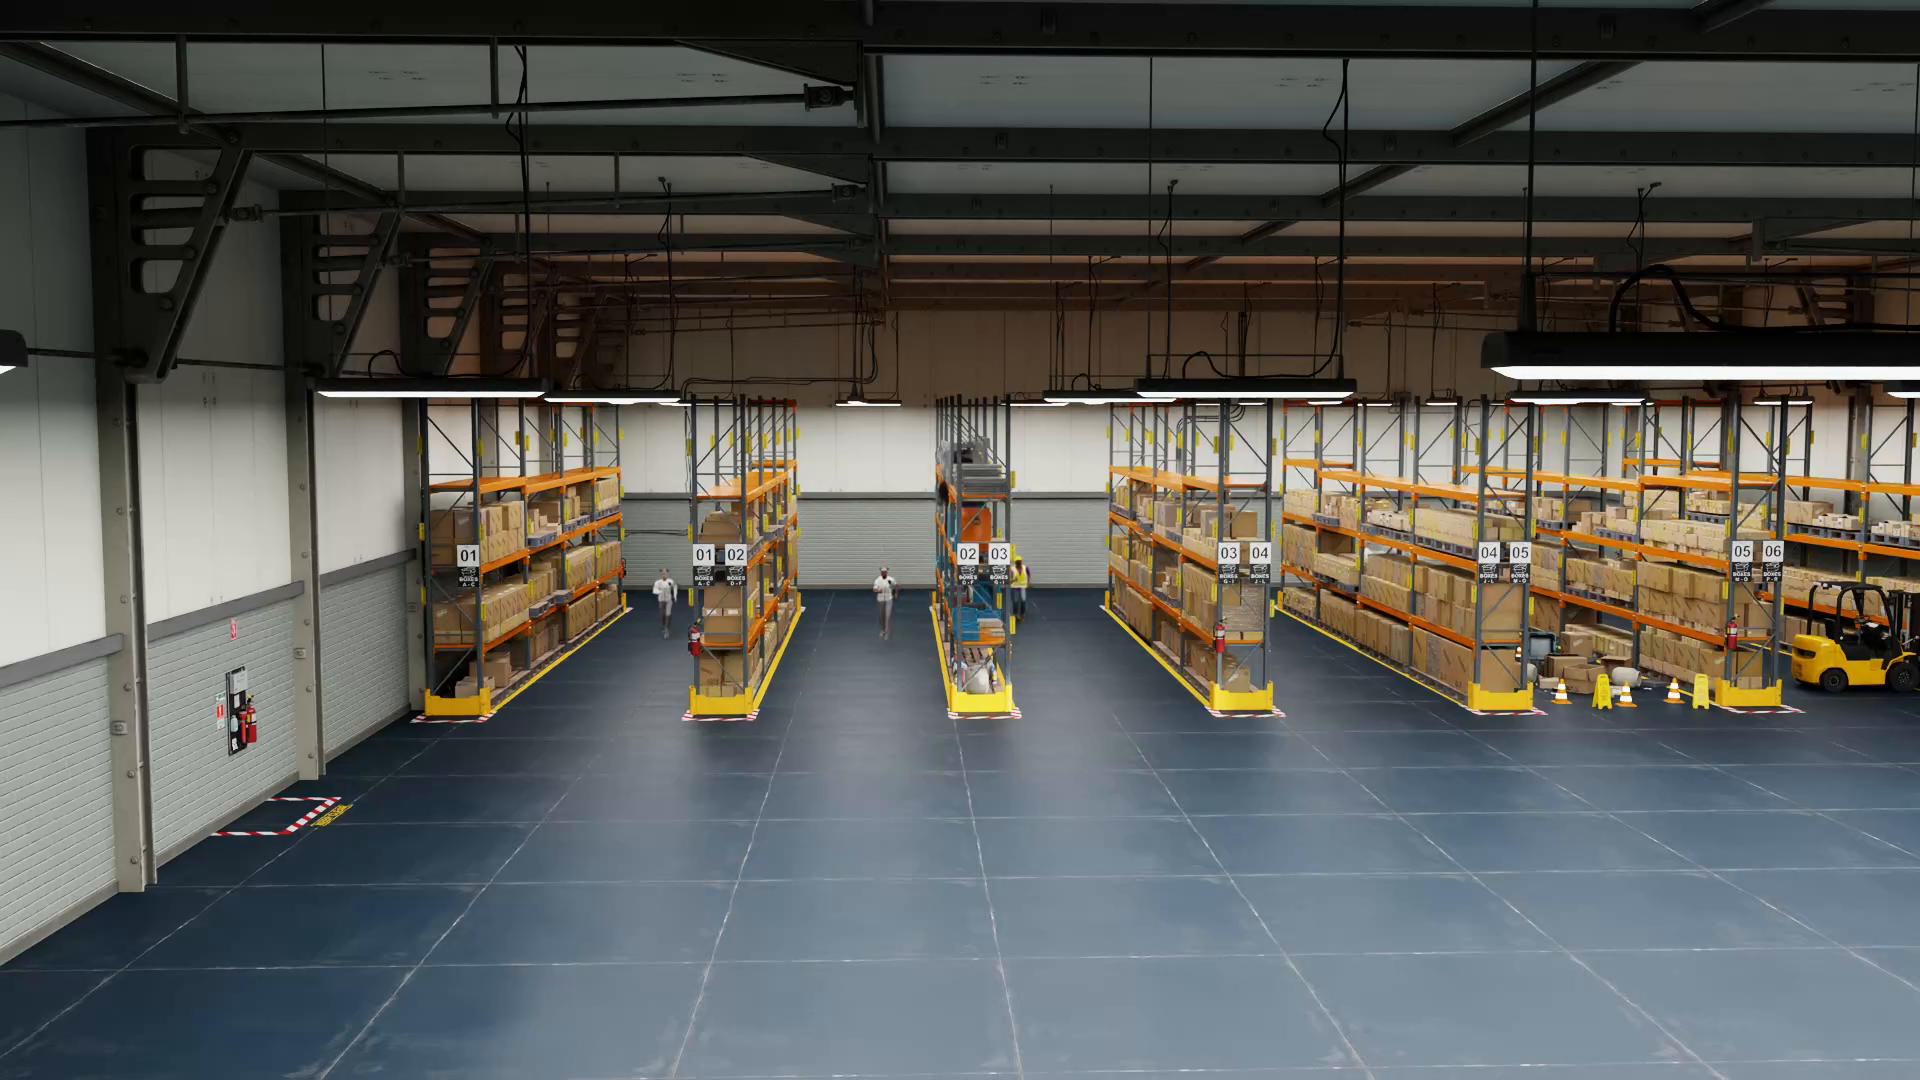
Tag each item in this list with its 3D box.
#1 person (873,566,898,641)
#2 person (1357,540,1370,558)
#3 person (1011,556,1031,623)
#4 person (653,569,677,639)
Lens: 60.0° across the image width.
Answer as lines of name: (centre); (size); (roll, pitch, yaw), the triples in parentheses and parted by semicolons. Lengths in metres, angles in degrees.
person: (-1.774, 1.483, 39.586); (0.578, 1.766, 0.844); (0, 5, 3)
person: (12.215, 0.876, 50.489); (0.792, 1.812, 0.688); (-2, 5, -20)
person: (1.590, 1.306, 44.791); (0.672, 1.776, 0.828); (0, 5, -4)
person: (-7.431, 1.577, 41.884); (0.565, 1.740, 0.846); (0, 5, -3)
